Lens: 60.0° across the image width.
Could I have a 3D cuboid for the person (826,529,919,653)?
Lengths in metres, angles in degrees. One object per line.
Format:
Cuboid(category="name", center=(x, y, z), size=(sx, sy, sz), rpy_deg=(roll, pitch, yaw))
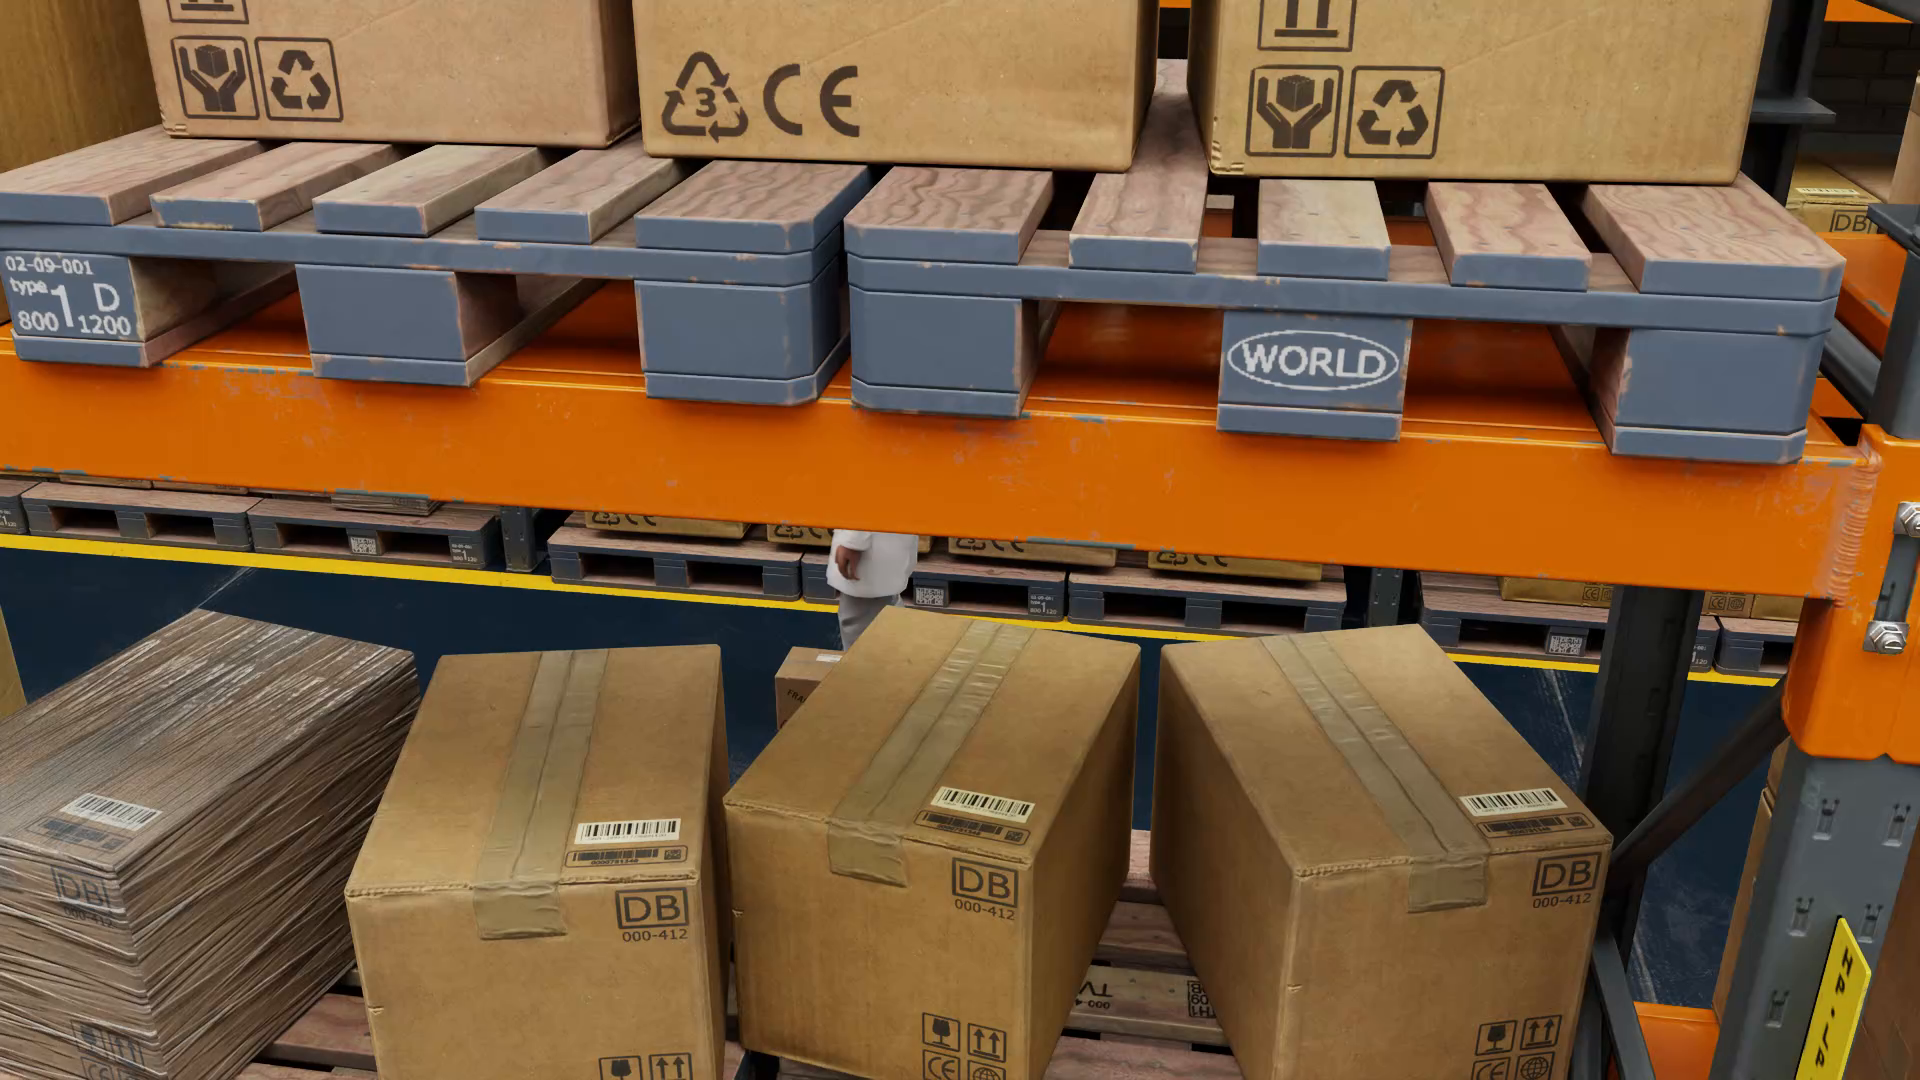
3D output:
Cuboid(category="person", center=(-0.335, -0.080, 6.300), size=(0.427, 1.773, 0.643), rpy_deg=(4, 25, 9))
